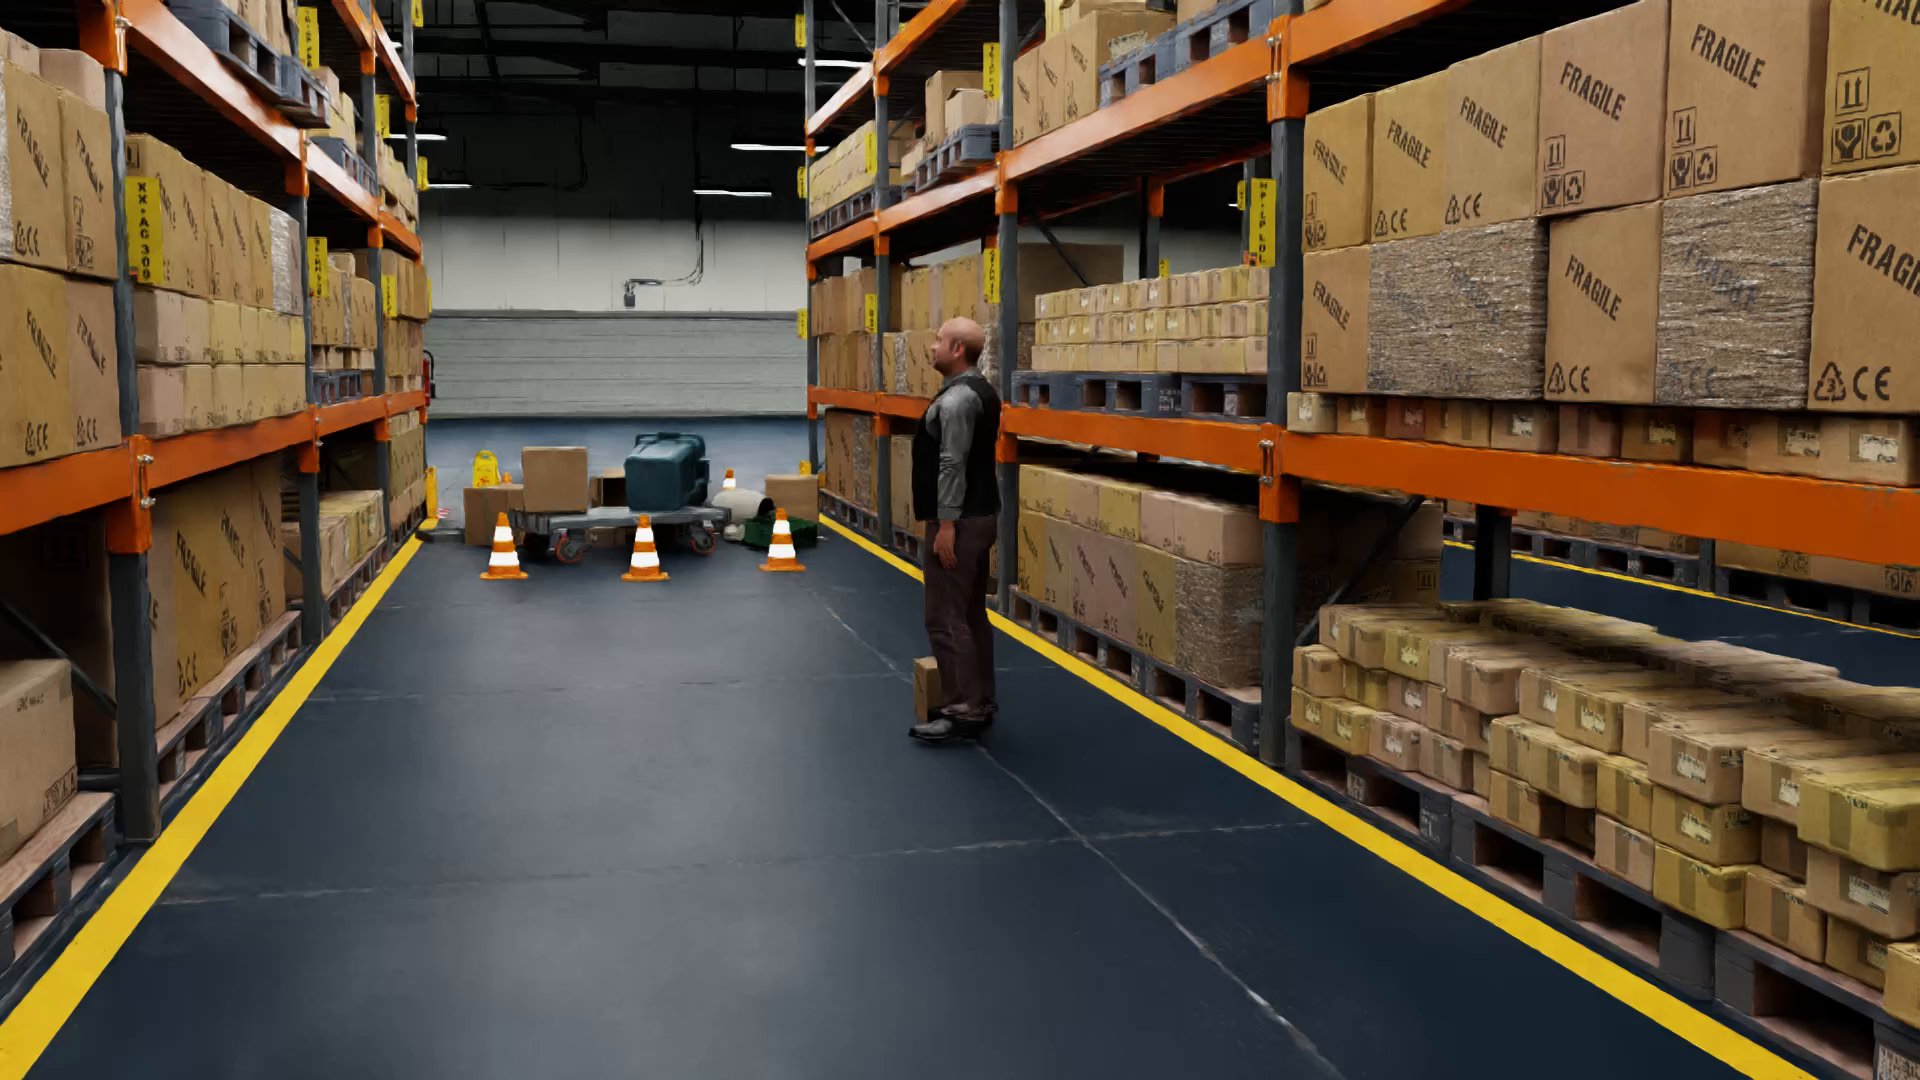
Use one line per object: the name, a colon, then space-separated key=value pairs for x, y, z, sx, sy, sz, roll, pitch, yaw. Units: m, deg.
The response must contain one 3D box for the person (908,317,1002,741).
person: x=-0.010 y=-0.057 z=6.917 sx=0.358 sy=1.726 sz=0.567 roll=1 pitch=6 yaw=11
